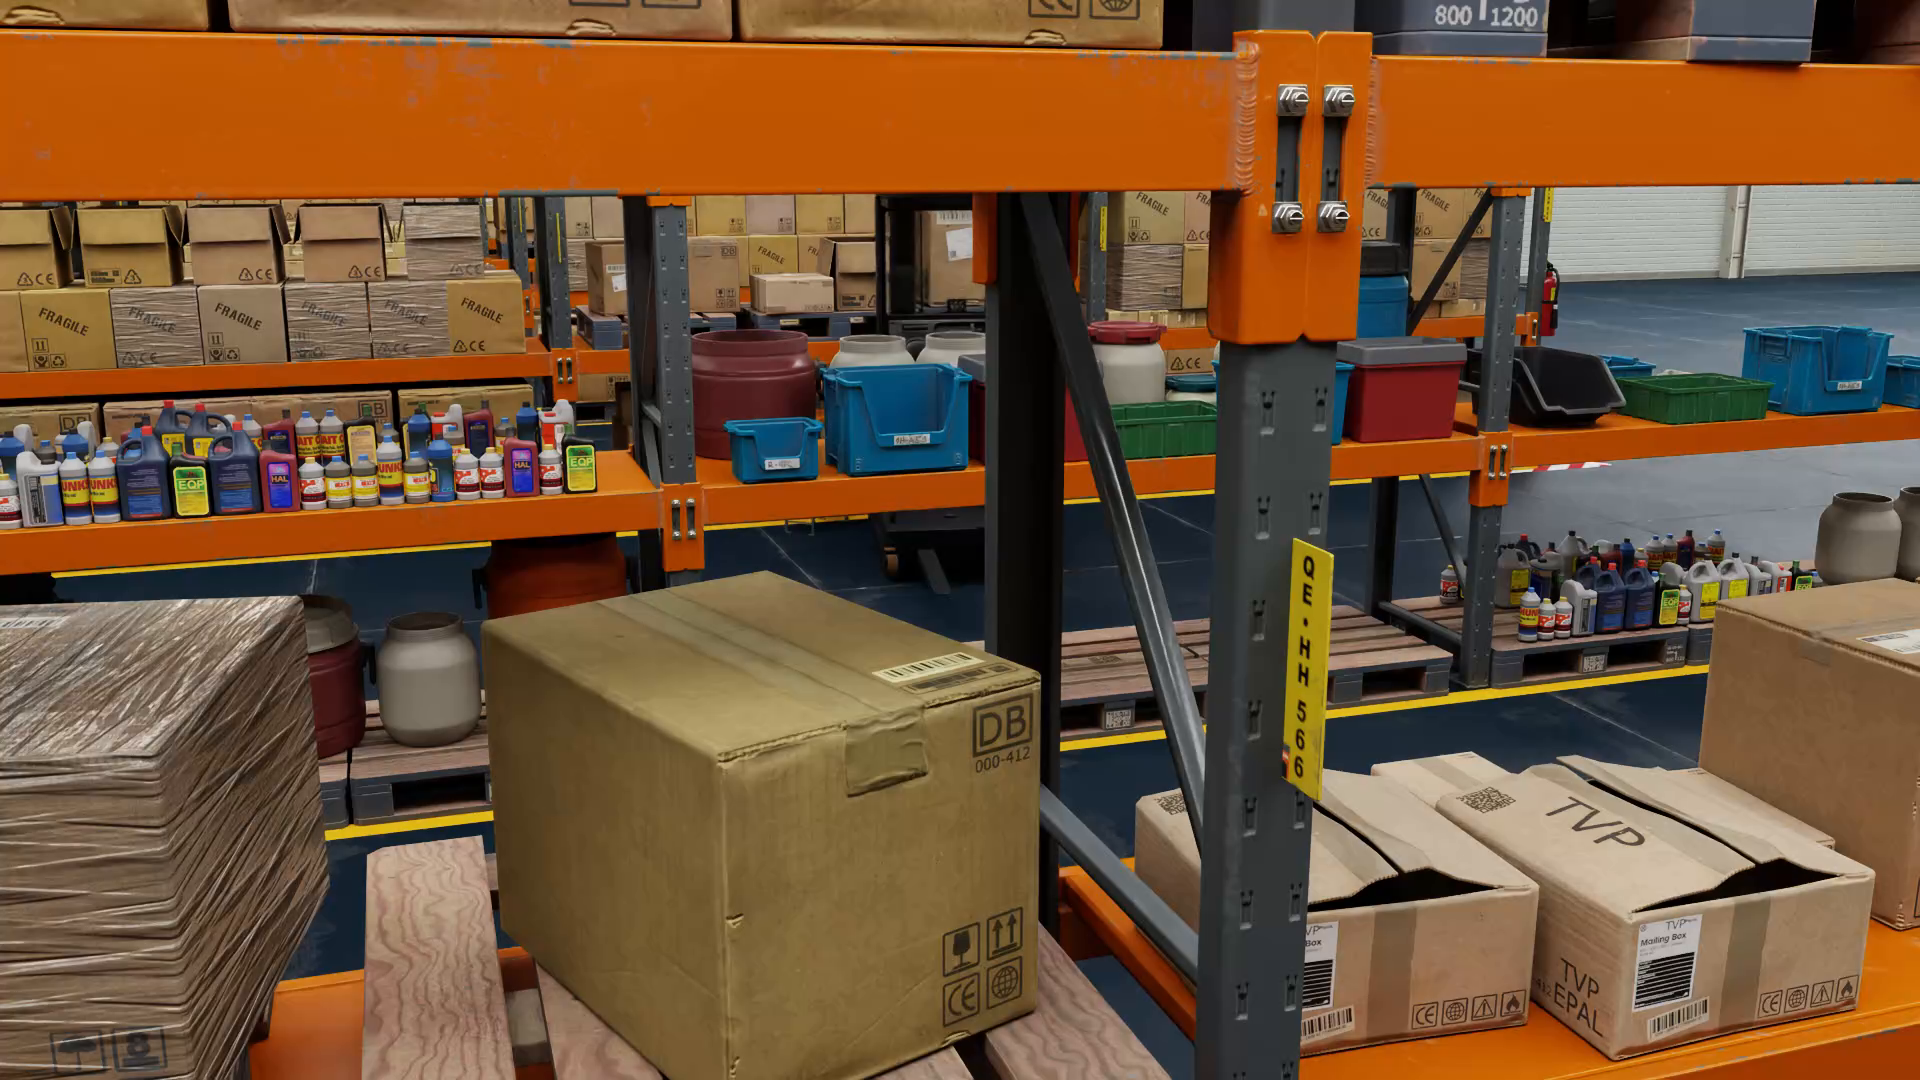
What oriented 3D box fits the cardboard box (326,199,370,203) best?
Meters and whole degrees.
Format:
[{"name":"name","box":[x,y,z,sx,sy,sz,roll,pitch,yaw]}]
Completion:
[{"name":"cardboard box","box":[-7.418,-4.139,20.185,0.500,0.500,0.500,-4,14,-18]}]

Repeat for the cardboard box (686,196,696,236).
[{"name":"cardboard box","box":[-2.988,-3.338,16.818,0.500,0.500,0.700,-5,14,-19]}]

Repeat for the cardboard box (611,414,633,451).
[{"name":"cardboard box","box":[-2.266,-0.653,12.355,0.500,0.500,0.700,-5,14,-21]}]

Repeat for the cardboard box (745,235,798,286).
[{"name":"cardboard box","box":[-1.957,-2.868,17.003,0.500,0.500,0.500,-4,14,-17]}]

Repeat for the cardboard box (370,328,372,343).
[{"name":"cardboard box","box":[-5.421,-1.902,16.029,0.500,0.250,0.500,-4,14,-17]}]

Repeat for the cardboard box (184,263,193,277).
[{"name":"cardboard box","box":[-6.915,-2.469,15.175,0.250,0.149,0.380,-4,14,-18]}]

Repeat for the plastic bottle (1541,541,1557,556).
[{"name":"plastic bottle","box":[3.318,0.152,9.442,0.133,0.283,0.061,-3,14,-14]}]

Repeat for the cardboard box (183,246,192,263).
[{"name":"cardboard box","box":[-6.916,-2.614,15.142,0.250,0.149,0.380,-5,14,-20]}]

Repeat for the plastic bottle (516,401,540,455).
[{"name":"plastic bottle","box":[-1.947,-0.488,7.492,0.097,0.271,0.097,0,13,0]}]

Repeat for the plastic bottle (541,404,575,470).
[{"name":"plastic bottle","box":[-1.780,-0.460,7.362,0.135,0.276,0.152,-4,14,-18]}]

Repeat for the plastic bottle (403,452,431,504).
[{"name":"plastic bottle","box":[-2.173,-0.251,6.647,0.097,0.201,0.097,0,13,0]}]

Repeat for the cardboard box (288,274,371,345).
[{"name":"cardboard box","box":[-4.415,-1.596,11.655,0.500,0.500,0.500,-5,14,-19]}]

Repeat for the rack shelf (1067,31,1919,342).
[{"name":"rack shelf","box":[2.157,-0.685,3.112,4.000,0.370,1.077,-4,14,-18]}]

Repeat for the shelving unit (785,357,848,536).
[{"name":"shelving unit","box":[-1.034,-0.677,11.897,0.258,1.200,0.503,6,15,24]}]

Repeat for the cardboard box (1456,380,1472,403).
[{"name":"cardboard box","box":[4.090,-1.137,14.435,0.500,0.500,0.500,-2,14,-8]}]

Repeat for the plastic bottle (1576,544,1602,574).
[{"name":"plastic bottle","box":[3.540,0.170,9.367,0.133,0.283,0.061,-4,14,-18]}]

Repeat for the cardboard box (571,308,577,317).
[{"name":"cardboard box","box":[-4.820,-2.796,21.686,0.625,0.372,0.950,-5,14,-19]}]

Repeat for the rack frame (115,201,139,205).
[{"name":"rack frame","box":[-9.846,-3.479,19.787,0.127,3.000,1.000,-4,14,-18]}]

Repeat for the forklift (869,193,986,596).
[{"name":"forklift","box":[0.030,-1.259,10.600,1.130,2.935,3.031,-2,13,-7]}]

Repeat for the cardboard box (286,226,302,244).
[{"name":"cardboard box","box":[-6.172,-2.817,15.353,0.250,0.149,0.380,-4,14,-16]}]

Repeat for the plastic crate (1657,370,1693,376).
[{"name":"plastic crate","box":[3.934,-0.857,9.333,0.437,0.136,0.530,-4,14,-18]}]

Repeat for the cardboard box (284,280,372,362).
[{"name":"cardboard box","box":[-4.249,-1.484,11.184,0.500,0.500,0.500,-5,14,-20]}]

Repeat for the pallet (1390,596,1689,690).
[{"name":"pallet","box":[3.126,0.506,9.058,1.213,0.211,1.003,-4,14,-18]}]

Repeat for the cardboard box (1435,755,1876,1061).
[{"name":"cardboard box","box":[1.171,0.592,2.865,0.500,0.311,0.500,-5,14,-19]}]

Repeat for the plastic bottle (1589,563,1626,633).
[{"name":"plastic bottle","box":[3.373,0.296,8.688,0.185,0.351,0.144,-4,14,-17]}]

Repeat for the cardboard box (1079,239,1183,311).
[{"name":"cardboard box","box":[1.343,-2.109,13.168,0.500,0.500,0.875,-4,14,-18]}]

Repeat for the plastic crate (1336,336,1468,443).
[{"name":"plastic crate","box":[2.115,-0.738,8.125,0.583,0.464,0.402,-4,14,-18]}]

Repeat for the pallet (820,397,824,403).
[{"name":"pallet","box":[-1.297,-1.561,17.750,1.213,0.211,1.003,-4,14,-18]}]

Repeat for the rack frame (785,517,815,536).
[{"name":"rack frame","box":[-1.137,-0.626,11.681,0.240,1.200,0.015,6,15,24]}]

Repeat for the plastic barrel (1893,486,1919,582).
[{"name":"plastic barrel","box":[5.668,-0.034,9.771,0.421,0.512,0.421,0,13,0]}]

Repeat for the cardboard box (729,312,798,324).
[{"name":"cardboard box","box":[-2.065,-1.965,17.377,0.750,0.750,1.050,-4,14,-18]}]

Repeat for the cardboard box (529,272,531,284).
[{"name":"cardboard box","box":[-7.046,-3.955,26.011,0.625,0.625,0.875,-4,14,-16]}]

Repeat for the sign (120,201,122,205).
[{"name":"sign","box":[-9.668,-3.817,19.167,0.005,0.325,0.100,-4,14,-18]}]

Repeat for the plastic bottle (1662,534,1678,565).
[{"name":"plastic bottle","box":[4.125,0.099,9.689,0.097,0.271,0.097,0,13,0]}]

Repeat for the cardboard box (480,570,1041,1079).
[{"name":"cardboard box","box":[-0.300,0.390,2.396,0.500,0.500,0.700,-10,17,-37]}]

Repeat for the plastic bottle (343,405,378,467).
[{"name":"plastic bottle","box":[-2.627,-0.446,7.286,0.133,0.283,0.061,-4,14,-18]}]

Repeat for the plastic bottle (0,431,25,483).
[{"name":"plastic bottle","box":[-3.826,-0.305,6.720,0.097,0.271,0.097,0,13,0]}]

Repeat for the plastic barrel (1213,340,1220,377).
[{"name":"plastic barrel","box":[1.499,-0.853,8.455,0.433,0.535,0.433,0,13,0]}]

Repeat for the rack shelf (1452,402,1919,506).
[{"name":"rack shelf","box":[4.372,-0.607,9.269,4.000,0.370,1.077,-4,14,-18]}]

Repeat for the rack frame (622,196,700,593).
[{"name":"rack frame","box":[-1.315,-0.515,7.324,0.127,3.000,1.000,-4,14,-18]}]

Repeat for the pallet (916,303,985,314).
[{"name":"pallet","box":[0.126,-1.778,13.051,1.213,0.211,1.003,-4,14,-18]}]

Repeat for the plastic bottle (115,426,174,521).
[{"name":"plastic bottle","box":[-3.111,-0.257,6.346,0.185,0.351,0.144,-4,14,-18]}]

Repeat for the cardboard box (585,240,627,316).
[{"name":"cardboard box","box":[-2.396,-1.902,12.035,0.500,0.500,0.500,-6,15,-25]}]

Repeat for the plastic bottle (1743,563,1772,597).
[{"name":"plastic bottle","box":[4.287,0.261,9.000,0.135,0.276,0.152,-5,14,-20]}]

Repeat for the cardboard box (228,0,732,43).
[{"name":"cardboard box","box":[-0.625,-0.859,2.072,0.500,0.500,0.910,-4,14,-18]}]

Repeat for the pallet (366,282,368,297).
[{"name":"pallet","box":[-6.244,-2.448,15.866,1.213,0.211,1.003,-4,14,-18]}]

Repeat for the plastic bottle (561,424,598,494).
[{"name":"plastic bottle","box":[-1.562,-0.334,6.818,0.133,0.283,0.061,-4,14,-18]}]

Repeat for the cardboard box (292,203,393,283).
[{"name":"cardboard box","box":[-4.211,-2.040,11.351,0.637,0.503,0.797,-4,14,-17]}]

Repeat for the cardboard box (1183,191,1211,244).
[{"name":"cardboard box","box":[1.877,-2.591,13.032,0.500,0.500,0.500,-4,14,-18]}]

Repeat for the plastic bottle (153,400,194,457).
[{"name":"plastic bottle","box":[-3.295,-0.416,7.017,0.185,0.351,0.144,-4,14,-18]}]

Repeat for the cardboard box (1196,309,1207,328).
[{"name":"cardboard box","box":[1.899,-1.784,13.205,0.250,0.149,0.380,-4,14,-18]}]
